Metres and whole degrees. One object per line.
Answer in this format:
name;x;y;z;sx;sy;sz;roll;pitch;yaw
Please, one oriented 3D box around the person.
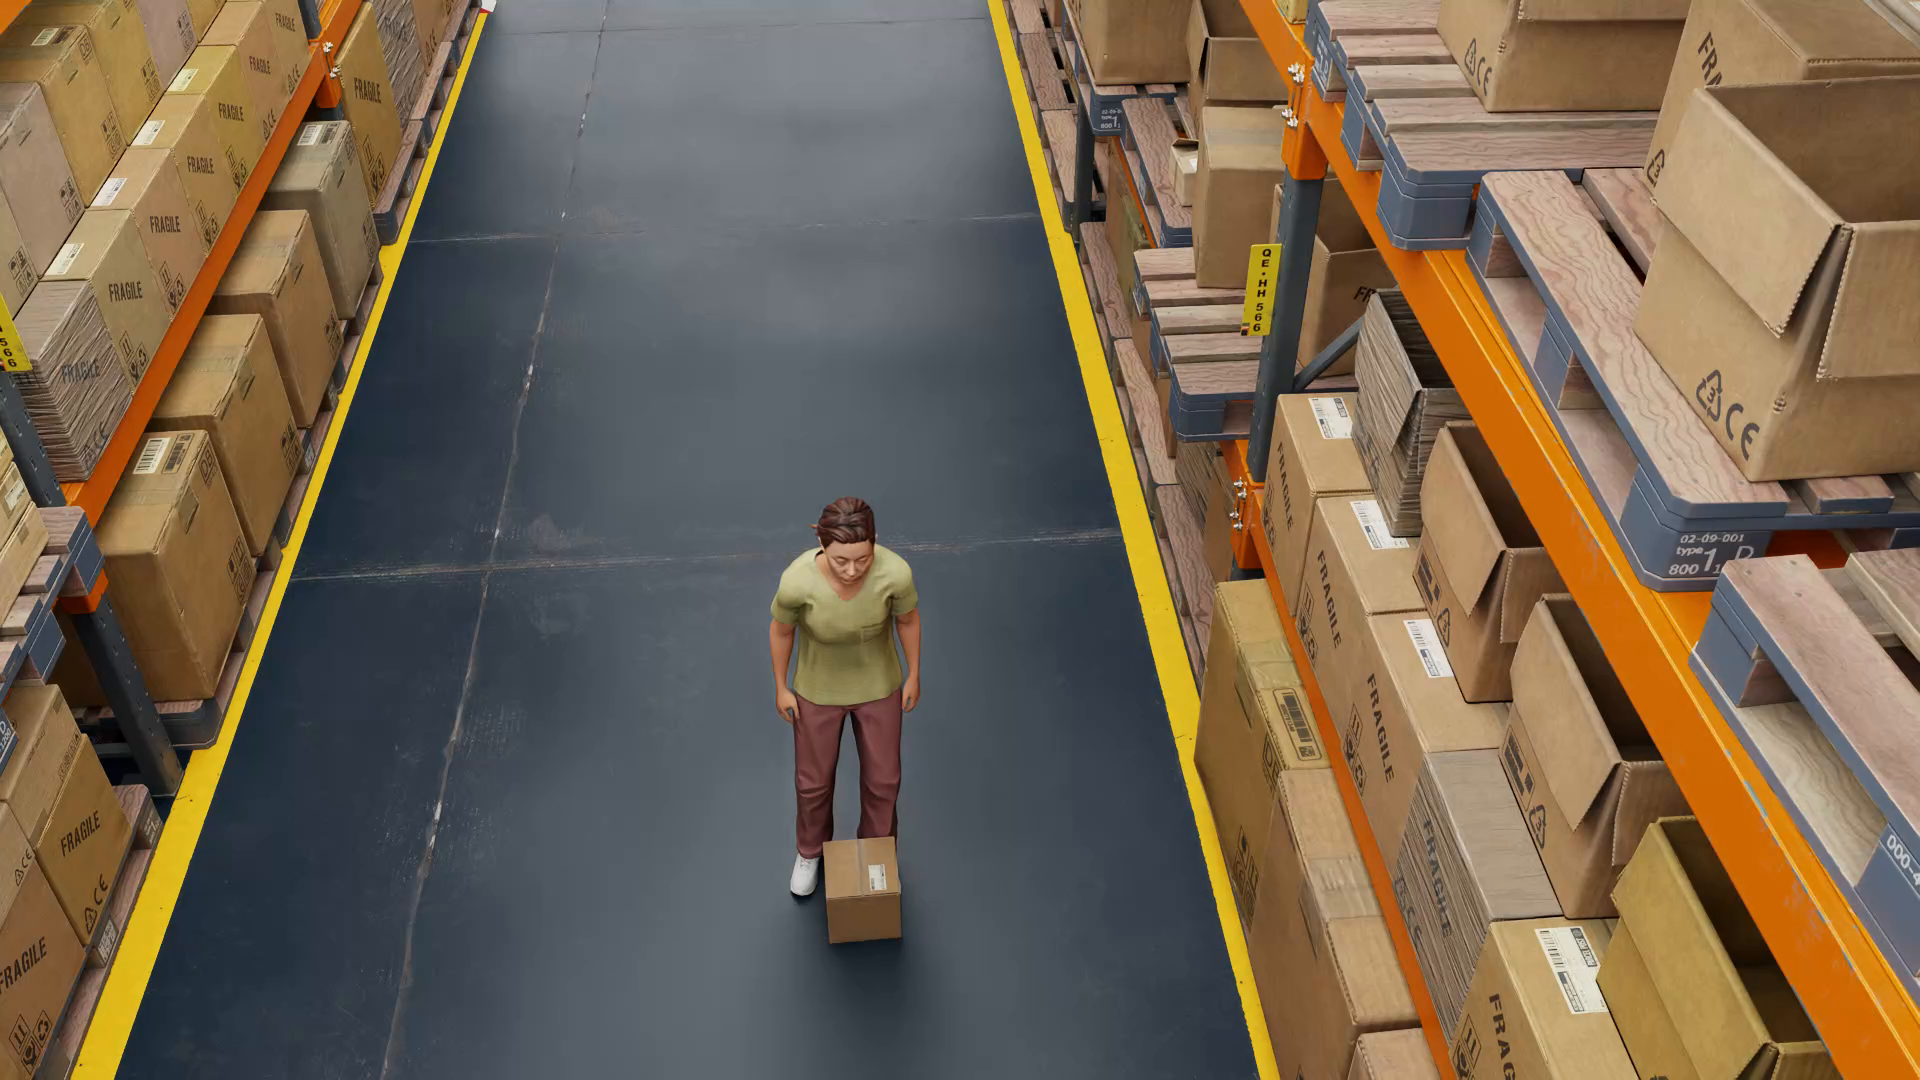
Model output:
person;-0.366;0.618;5.586;0.505;1.437;0.416;-5;40;-6
